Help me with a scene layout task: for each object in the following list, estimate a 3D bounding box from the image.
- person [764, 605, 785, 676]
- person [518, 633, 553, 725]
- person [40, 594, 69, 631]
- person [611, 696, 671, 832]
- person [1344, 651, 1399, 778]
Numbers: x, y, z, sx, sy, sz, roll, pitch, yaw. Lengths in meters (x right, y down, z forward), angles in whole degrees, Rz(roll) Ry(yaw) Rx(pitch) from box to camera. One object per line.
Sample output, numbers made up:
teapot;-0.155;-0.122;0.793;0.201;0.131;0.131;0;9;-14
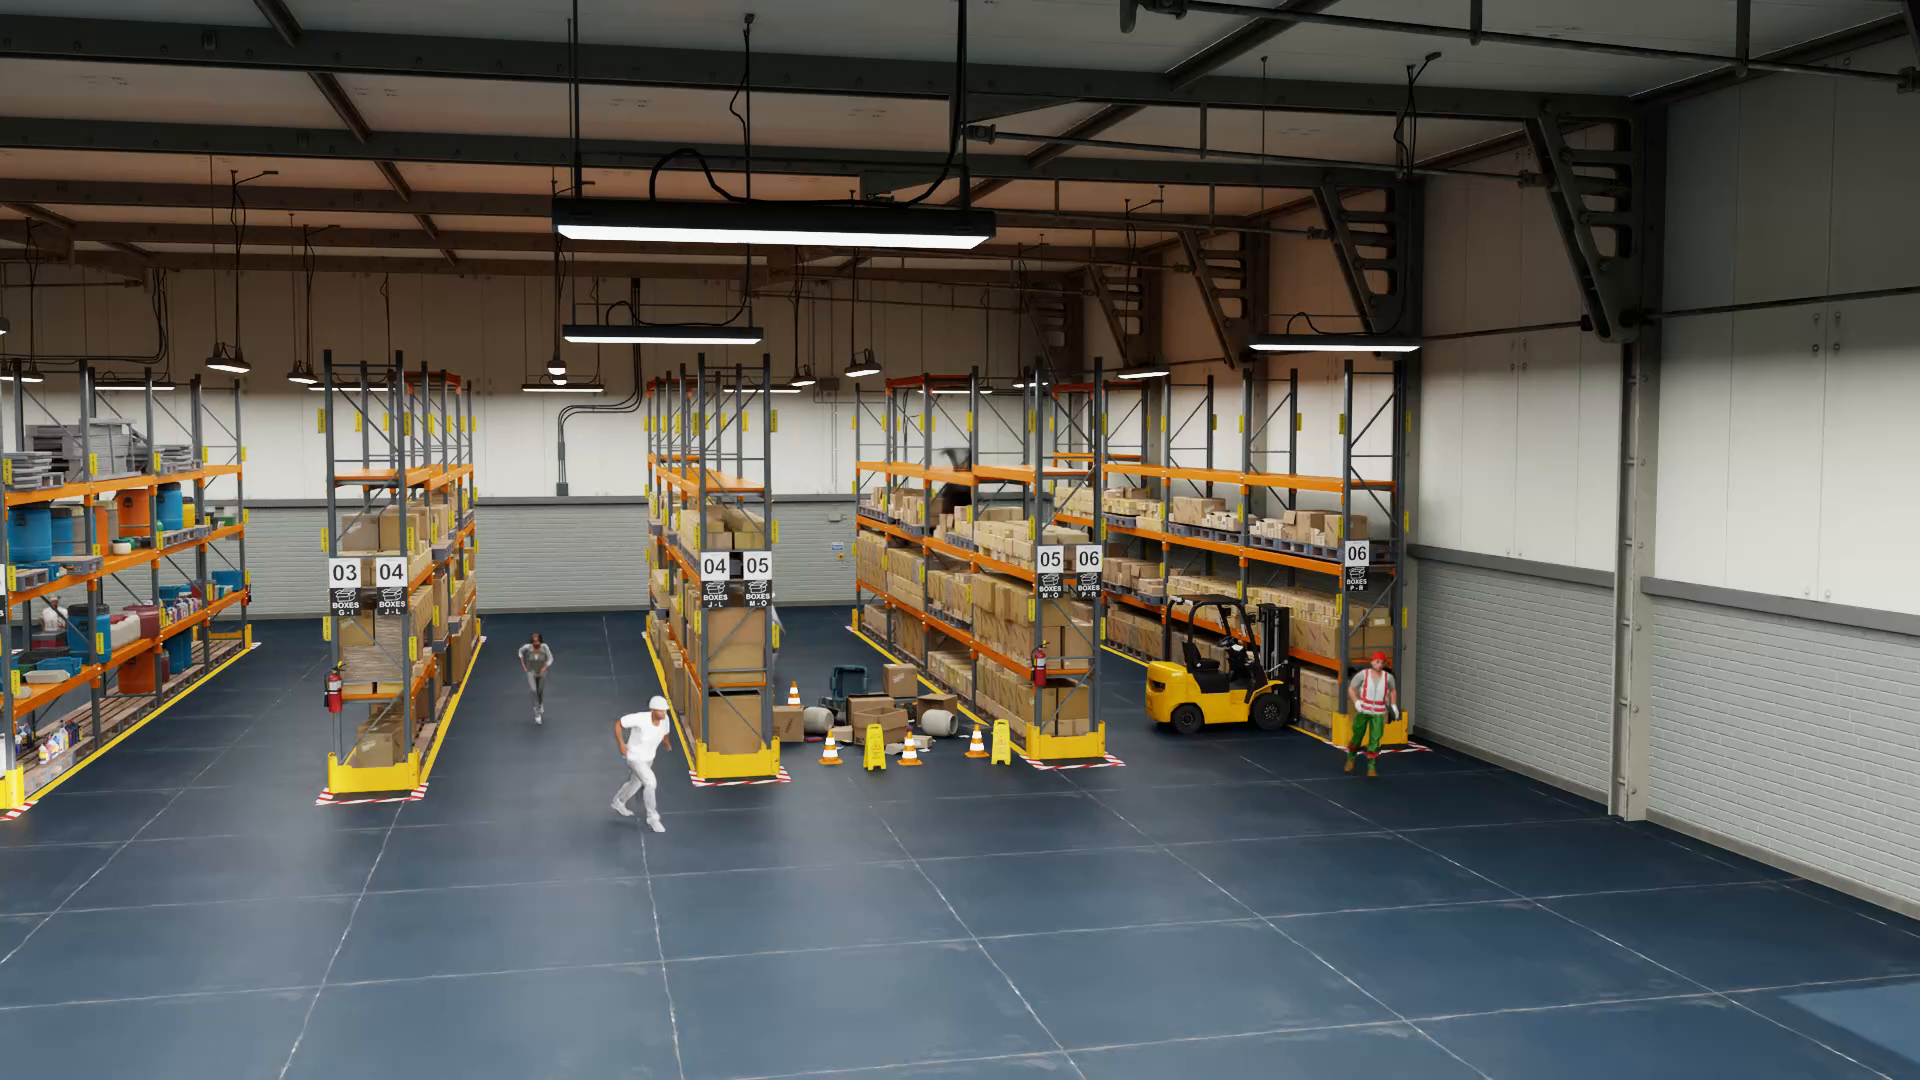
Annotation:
person;-3.861;1.882;33.085;0.736;1.687;0.537;1;4;16
person;-7.160;2.305;28.123;0.578;1.547;0.917;-1;4;-10
person;-17.688;1.905;32.523;0.587;1.731;0.721;-1;4;-17
person;-3.987;2.758;20.647;1.039;1.719;0.747;3;5;38
person;5.832;2.443;23.430;0.710;1.768;1.010;0;4;3
